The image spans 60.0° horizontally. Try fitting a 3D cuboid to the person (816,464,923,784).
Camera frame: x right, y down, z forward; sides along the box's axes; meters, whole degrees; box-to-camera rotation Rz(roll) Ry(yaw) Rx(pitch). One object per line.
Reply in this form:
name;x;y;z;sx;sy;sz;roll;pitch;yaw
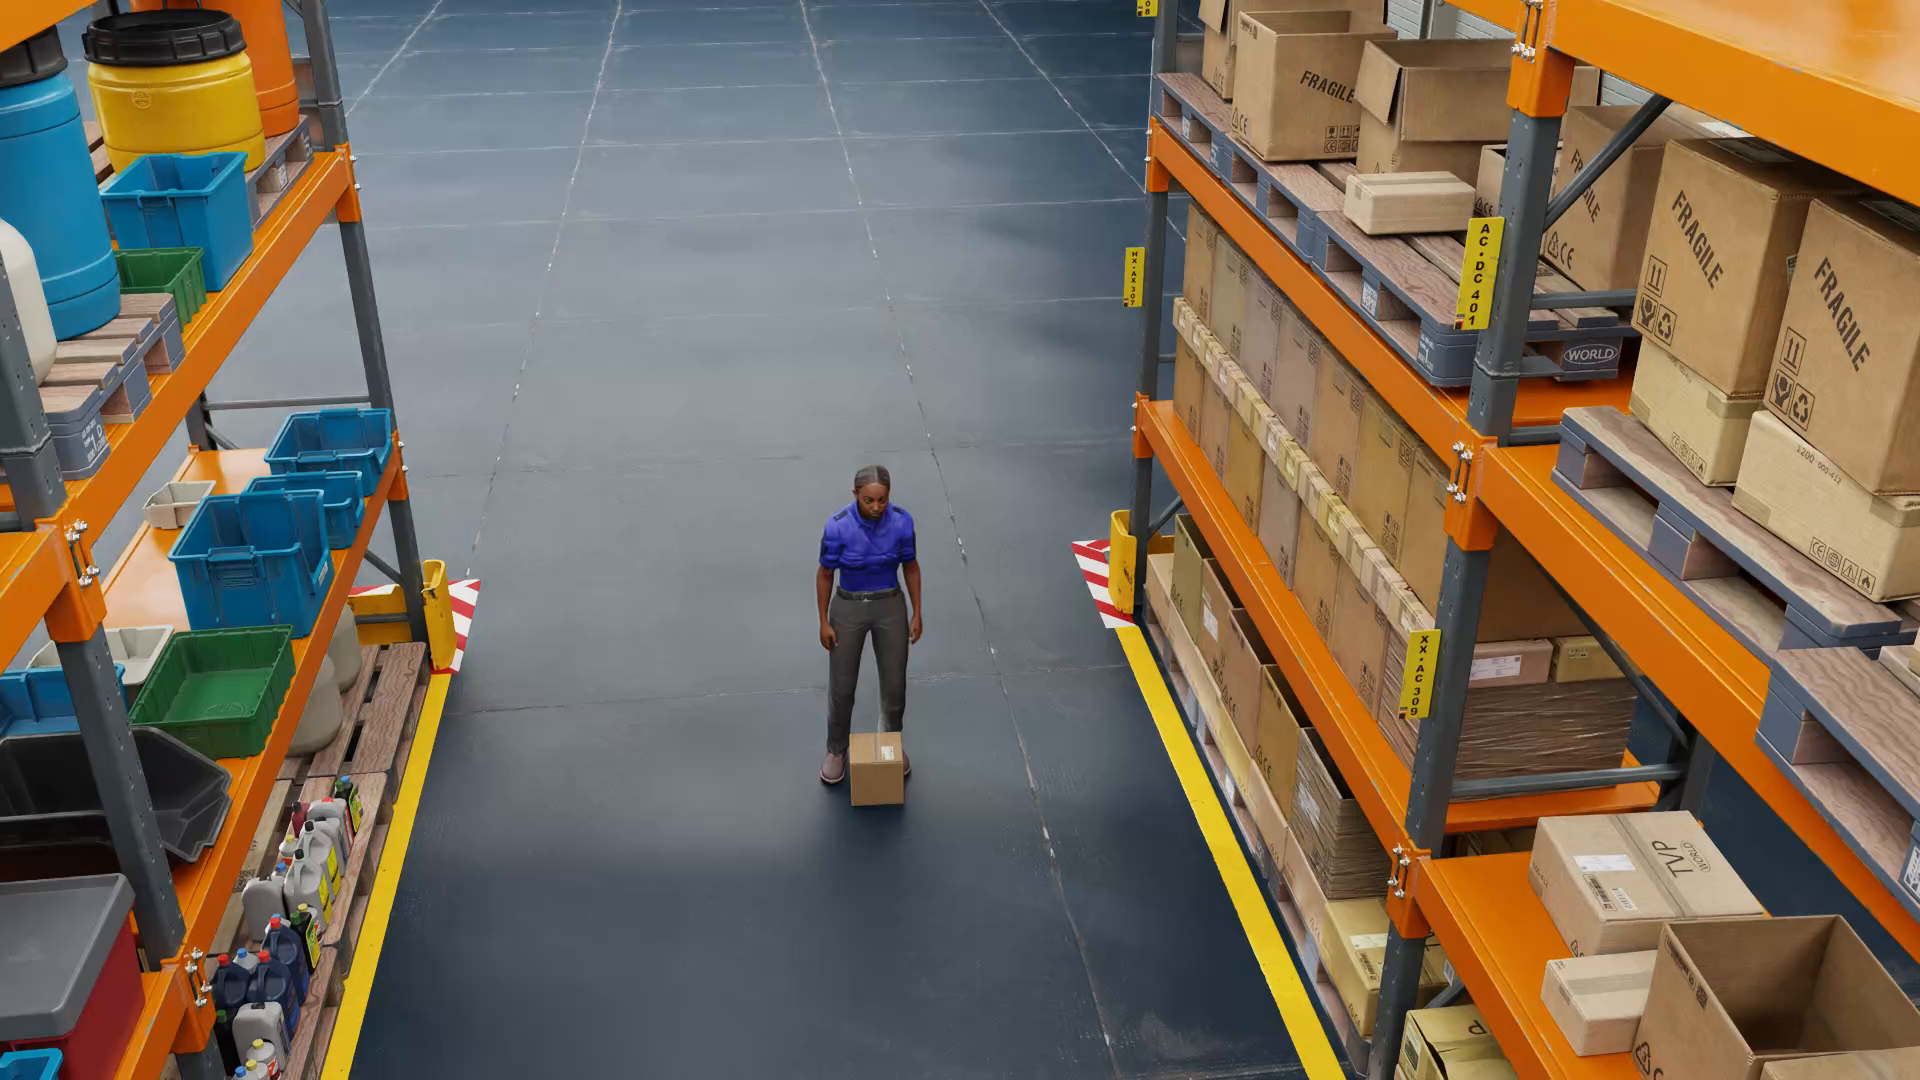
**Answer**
person;-0.439;0.373;7.901;0.532;1.656;0.346;-5;28;-10
